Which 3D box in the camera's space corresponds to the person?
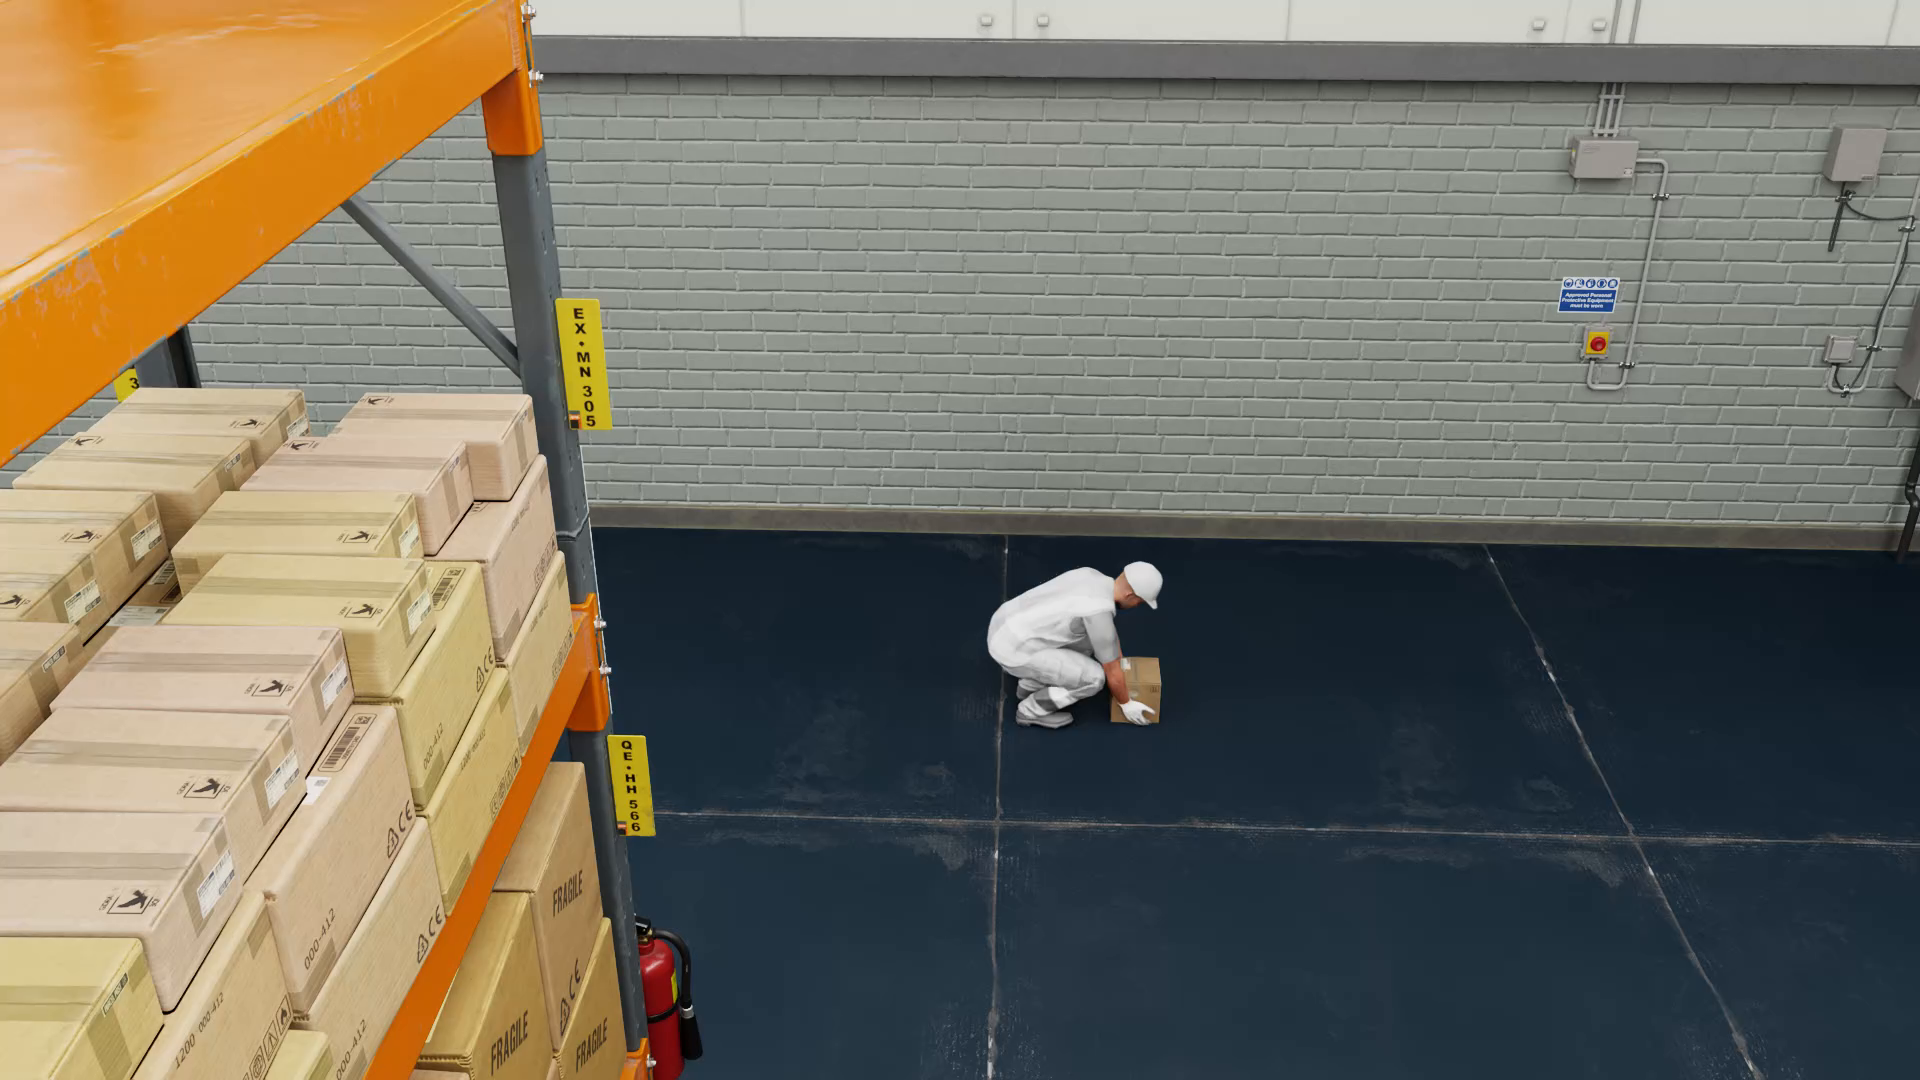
[{"bbox_3d":[0.593,0.536,8.635,0.896,0.877,0.560,1,28,2],"label":"person"}]
